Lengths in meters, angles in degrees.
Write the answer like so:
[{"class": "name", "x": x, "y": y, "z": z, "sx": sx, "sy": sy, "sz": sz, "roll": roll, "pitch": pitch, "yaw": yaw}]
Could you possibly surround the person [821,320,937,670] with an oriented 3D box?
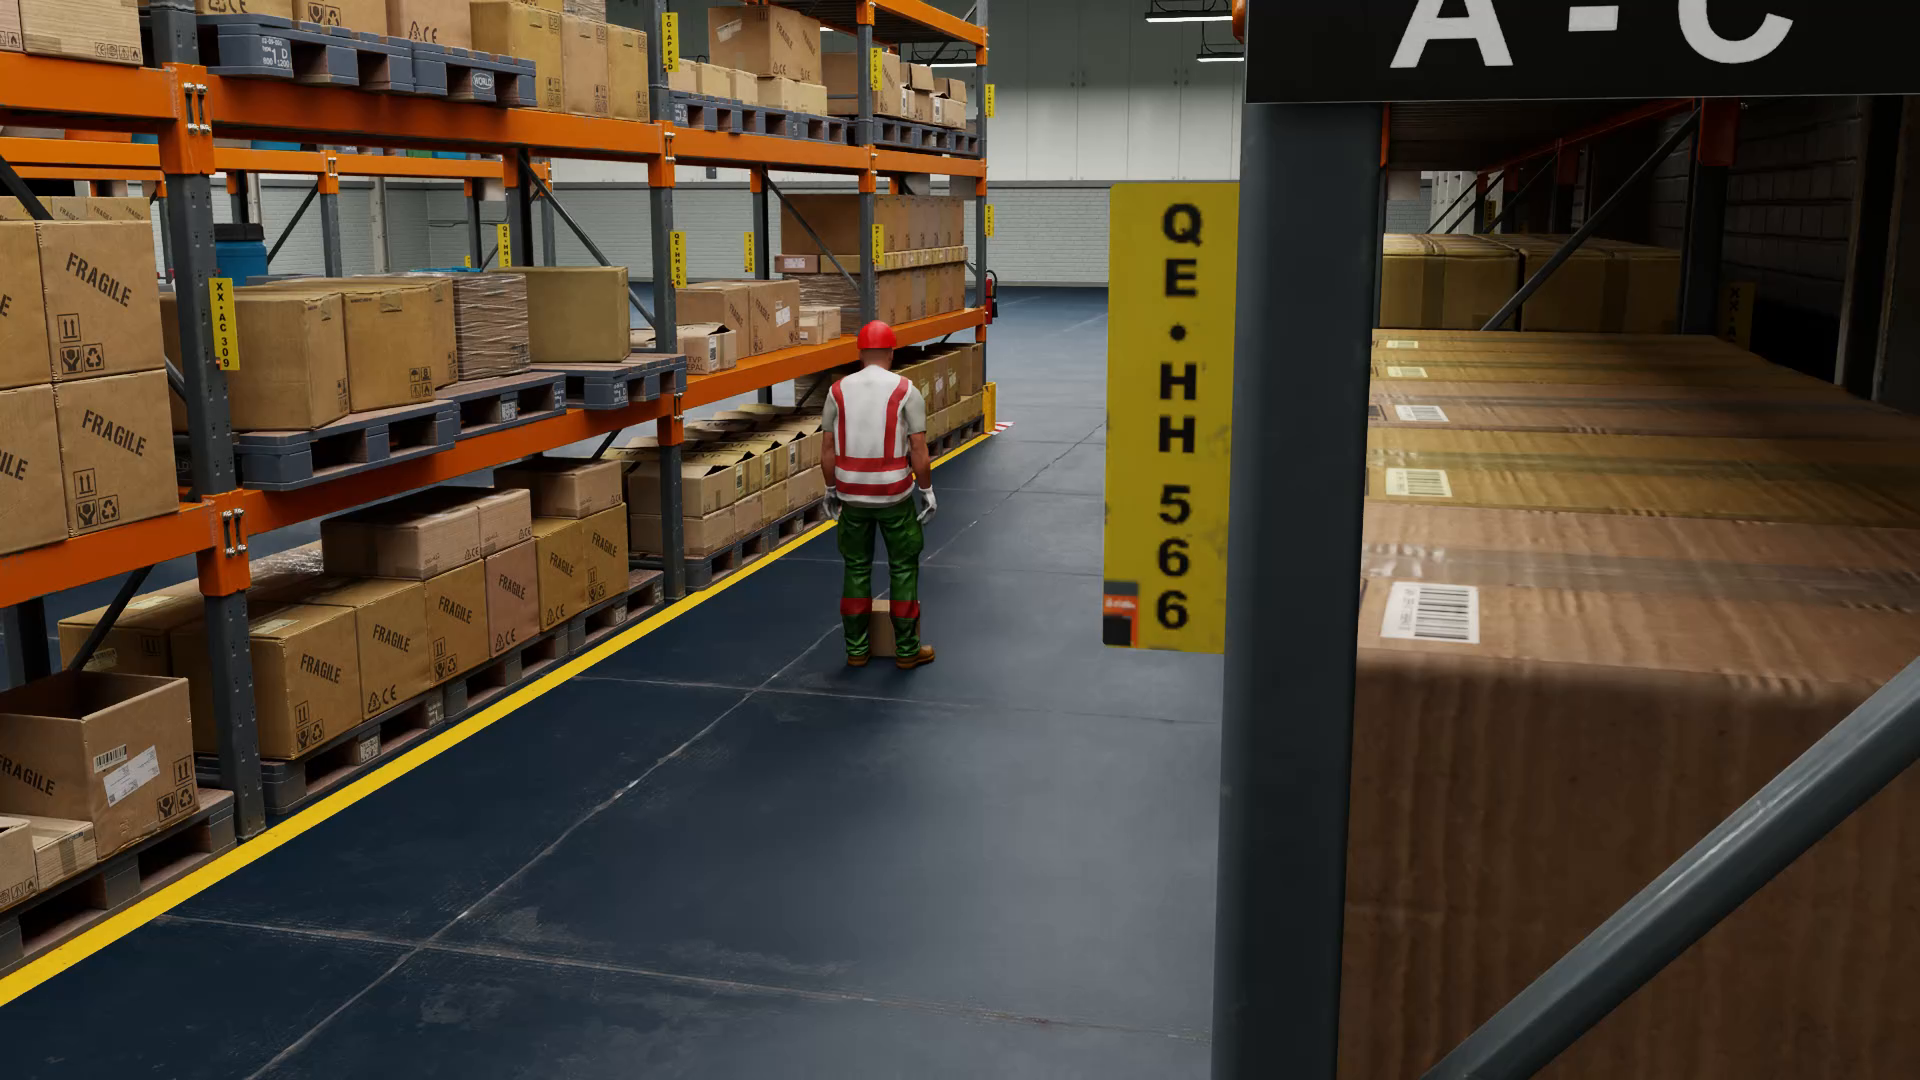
[{"class": "person", "x": -0.415, "y": -0.229, "z": 8.552, "sx": 0.604, "sy": 1.778, "sz": 0.453, "roll": 3, "pitch": 12, "yaw": 14}]
